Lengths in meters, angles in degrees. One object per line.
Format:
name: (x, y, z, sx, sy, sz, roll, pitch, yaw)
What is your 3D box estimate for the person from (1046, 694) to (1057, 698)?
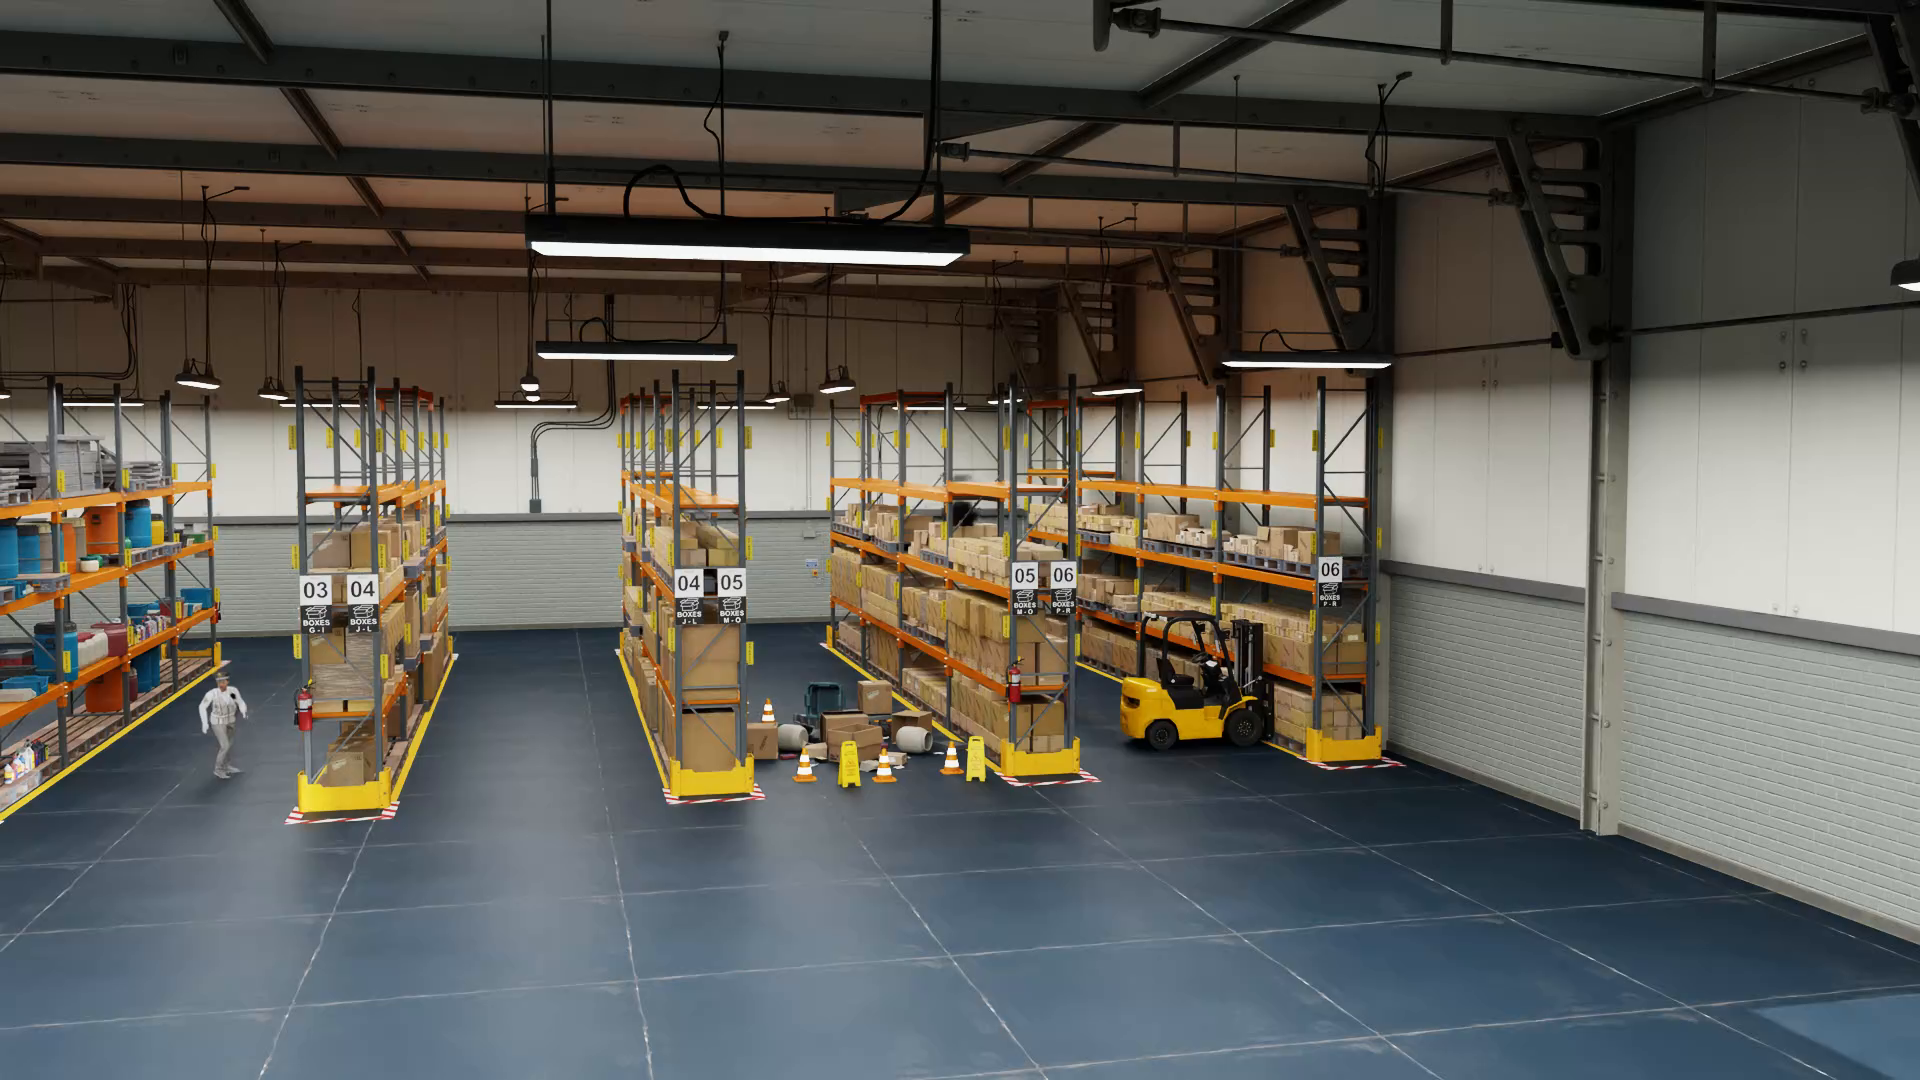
person: (1.636, 2.396, 31.379, 0.641, 1.483, 0.799, -2, 4, -25)

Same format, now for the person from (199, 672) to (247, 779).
person: (-10.911, 2.757, 24.755, 0.771, 1.634, 0.603, 2, 4, 29)
